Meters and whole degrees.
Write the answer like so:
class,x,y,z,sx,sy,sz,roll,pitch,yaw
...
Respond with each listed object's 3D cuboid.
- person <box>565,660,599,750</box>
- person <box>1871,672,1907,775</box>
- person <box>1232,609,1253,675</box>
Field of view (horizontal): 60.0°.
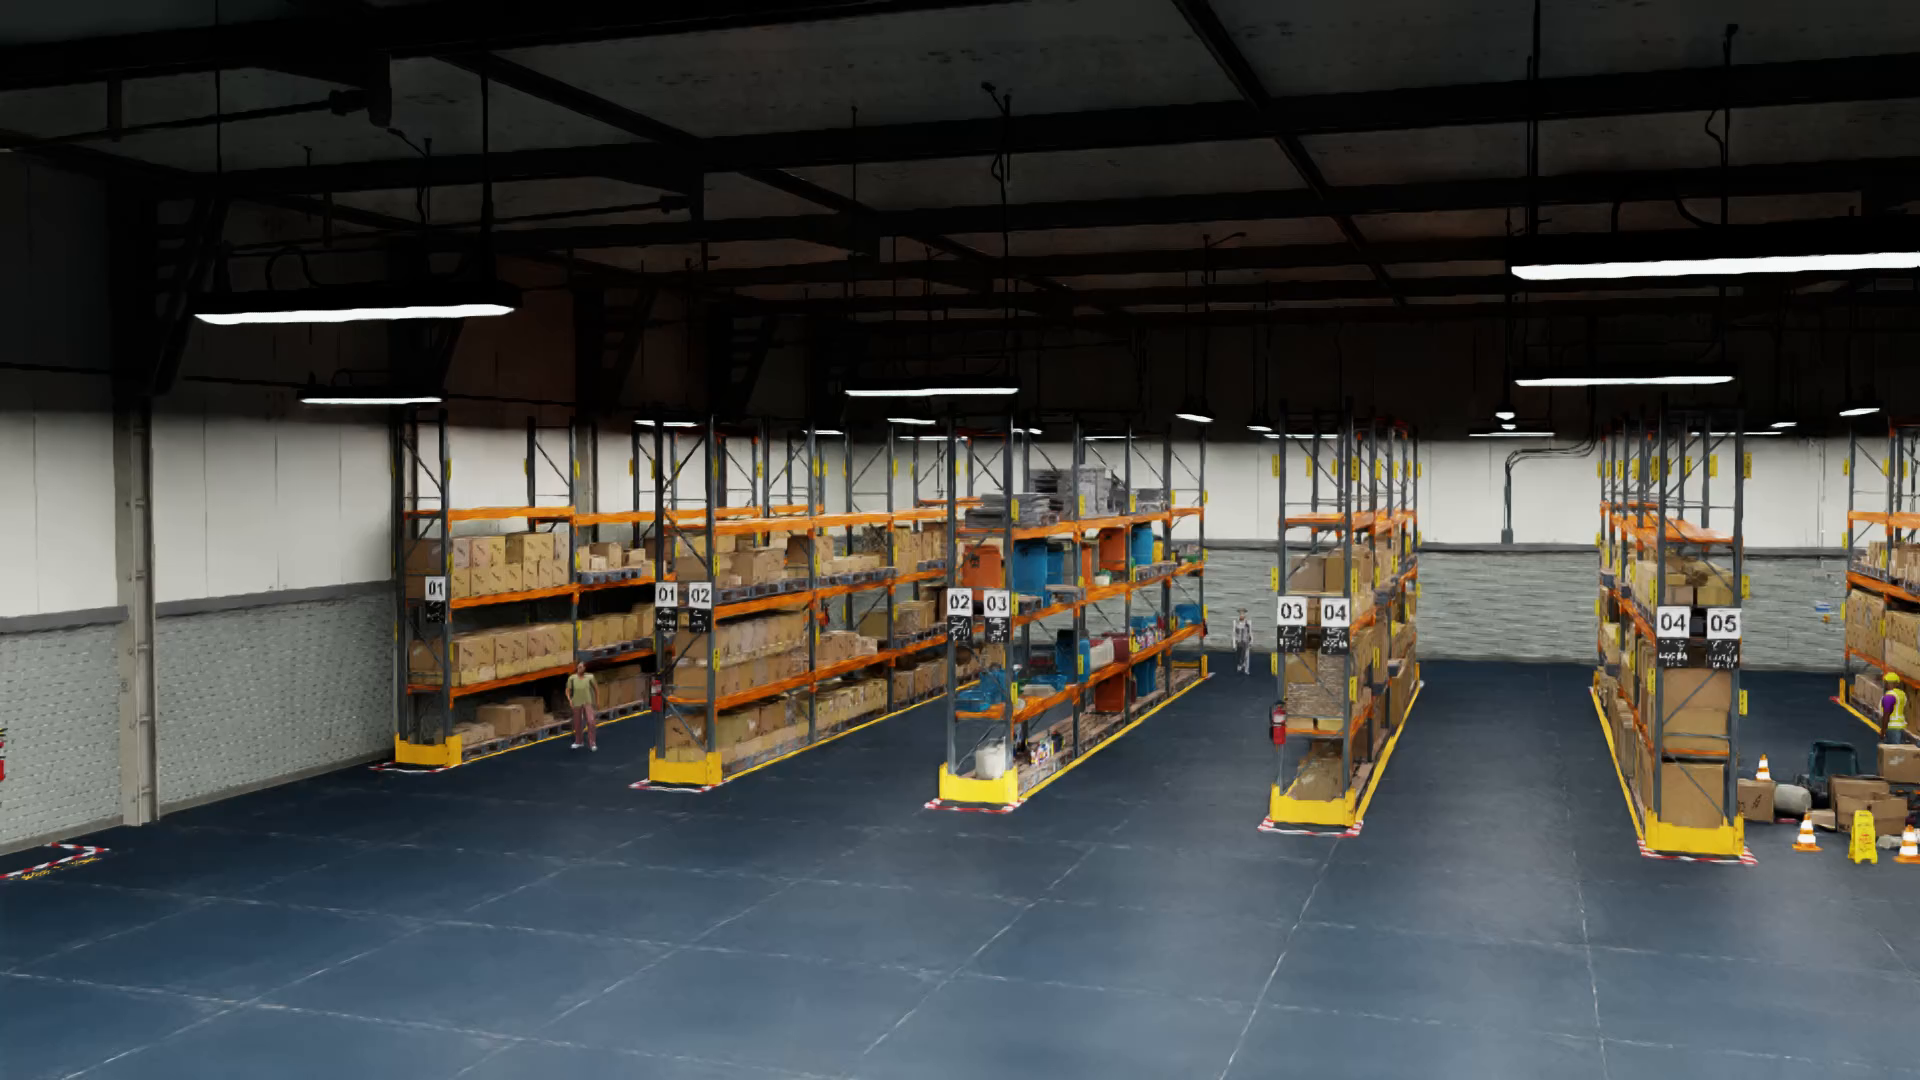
class,x,y,z,sx,sy,sz,roll,pitch,yaw
person,-6.703,2.921,29.563,0.604,1.613,0.774,0,2,-3
person,14.731,2.973,26.359,0.580,1.763,0.673,2,3,43
person,6.860,2.452,40.461,0.491,1.597,1.063,1,3,12
